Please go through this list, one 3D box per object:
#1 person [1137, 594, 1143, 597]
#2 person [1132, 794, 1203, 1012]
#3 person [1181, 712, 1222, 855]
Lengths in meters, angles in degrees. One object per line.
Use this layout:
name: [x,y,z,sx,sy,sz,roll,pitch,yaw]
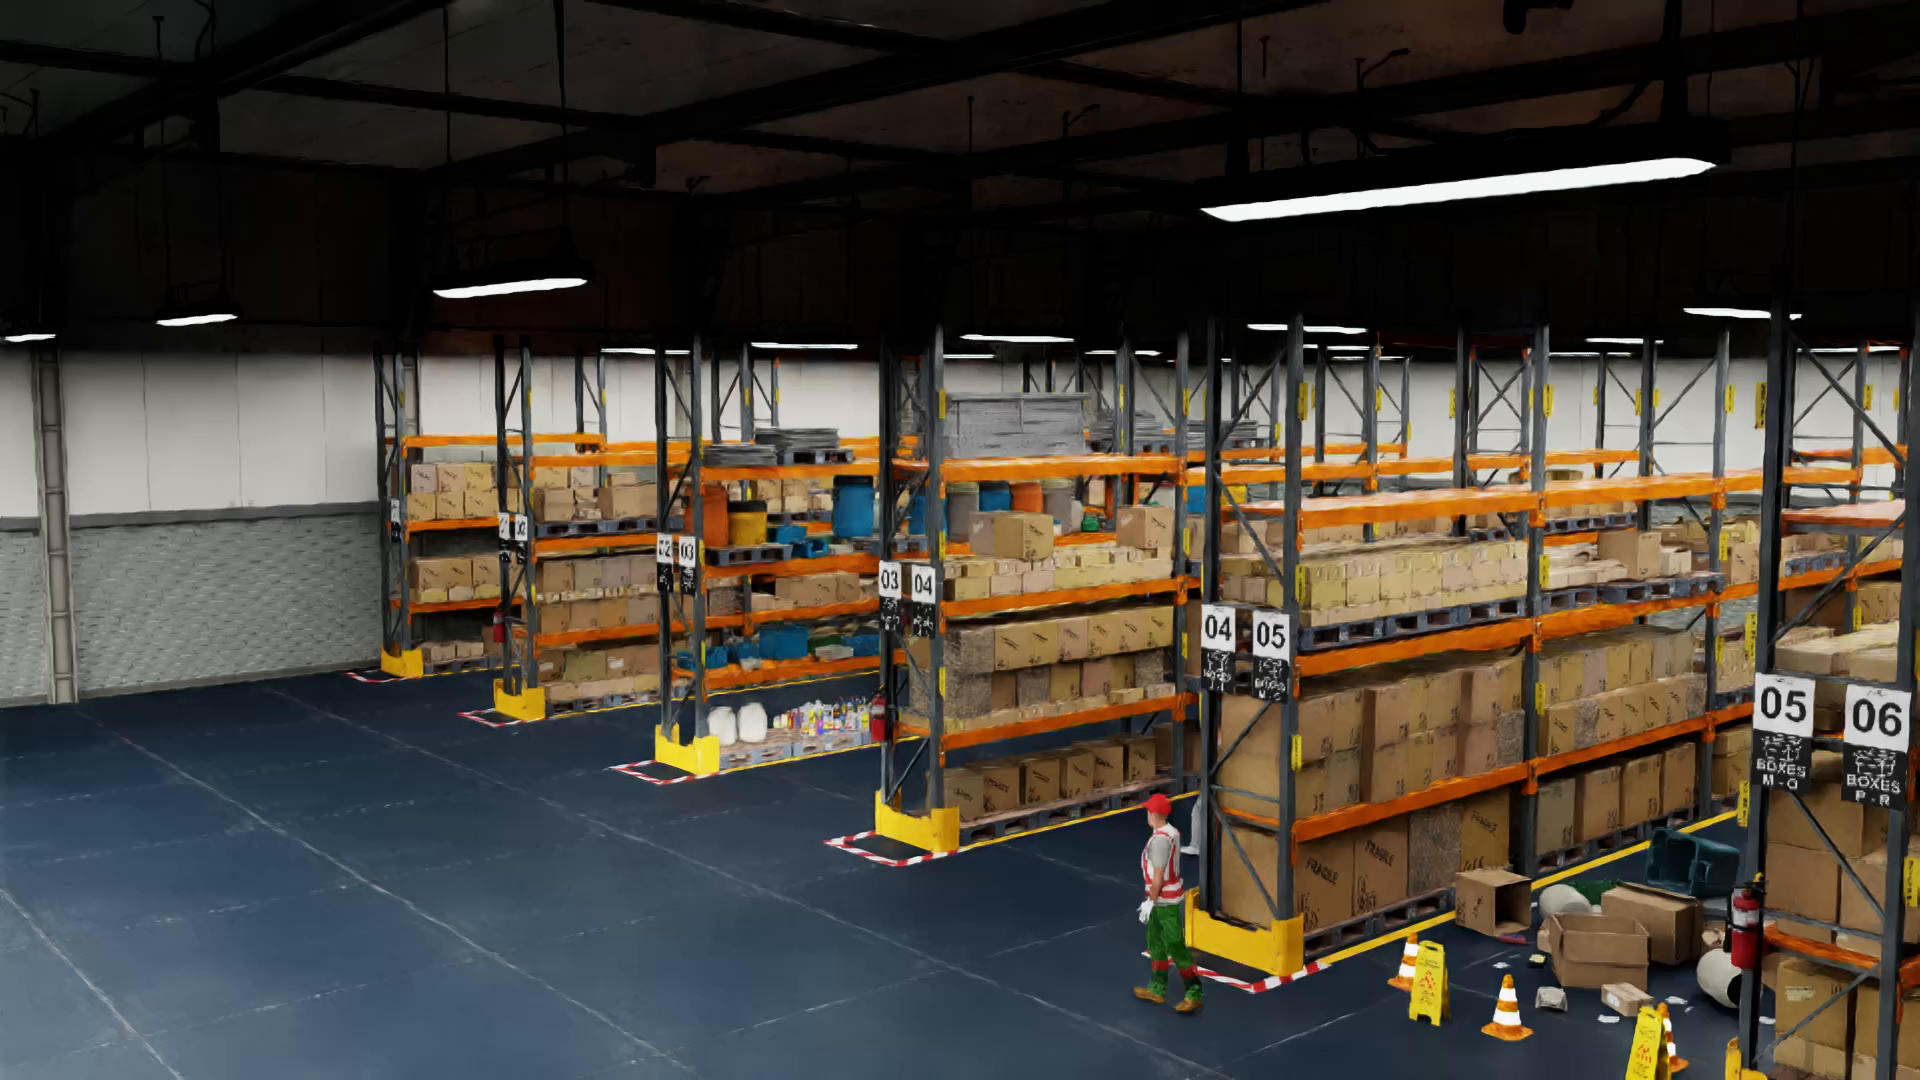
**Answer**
person: [4.041,0.860,38.155,0.489,1.657,0.669,5,7,41]
person: [1.746,3.020,13.939,0.620,1.784,0.566,1,5,14]
person: [2.929,2.693,18.344,0.954,1.610,0.486,-2,6,-20]
